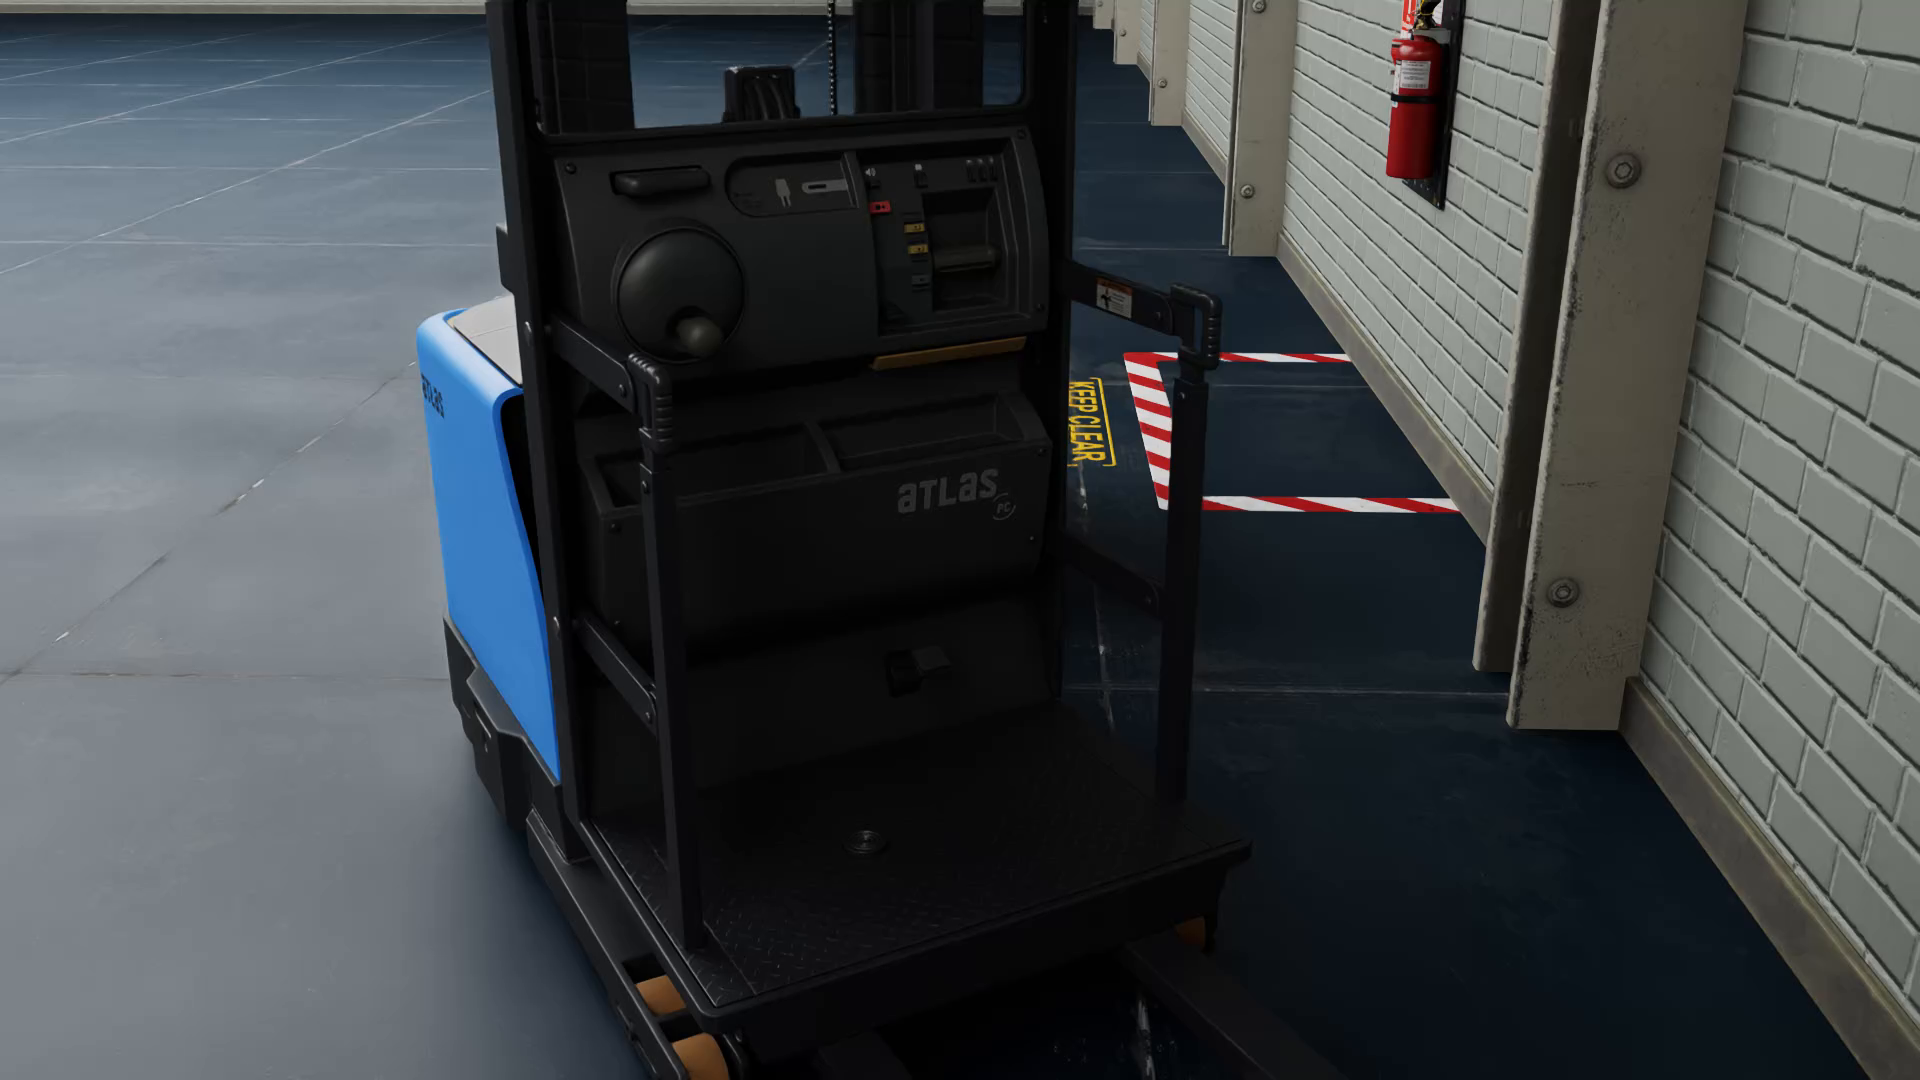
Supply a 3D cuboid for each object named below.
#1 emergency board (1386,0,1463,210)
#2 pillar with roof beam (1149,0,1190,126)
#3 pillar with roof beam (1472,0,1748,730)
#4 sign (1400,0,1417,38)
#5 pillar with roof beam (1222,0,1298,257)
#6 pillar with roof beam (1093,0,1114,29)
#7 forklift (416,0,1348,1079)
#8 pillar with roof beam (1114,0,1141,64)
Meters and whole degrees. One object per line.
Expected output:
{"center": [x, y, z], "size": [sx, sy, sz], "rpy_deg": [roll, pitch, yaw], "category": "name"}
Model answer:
{"center": [1.692, -1.877, 6.219], "size": [0.194, 1.169, 0.643], "rpy_deg": [1, 21, 2], "category": "emergency board"}
{"center": [-2.359, -8.167, 14.137], "size": [9.100, 9.000, 0.400], "rpy_deg": [1, 21, 2], "category": "pillar with roof beam"}
{"center": [-2.724, -3.828, 2.955], "size": [9.100, 9.000, 0.400], "rpy_deg": [1, 21, 2], "category": "pillar with roof beam"}
{"center": [1.812, -2.092, 6.725], "size": [0.001, 0.329, 0.234], "rpy_deg": [1, 21, 2], "category": "sign"}
{"center": [-2.541, -5.997, 8.546], "size": [9.100, 9.000, 0.400], "rpy_deg": [1, 21, 2], "category": "pillar with roof beam"}
{"center": [-1.994, -12.506, 25.319], "size": [9.100, 9.000, 0.400], "rpy_deg": [1, 21, 2], "category": "pillar with roof beam"}
{"center": [-0.152, -0.528, 2.837], "size": [1.130, 2.935, 3.031], "rpy_deg": [-11, 24, -27], "category": "forklift"}
{"center": [-2.176, -10.336, 19.728], "size": [9.100, 9.000, 0.400], "rpy_deg": [1, 21, 2], "category": "pillar with roof beam"}
